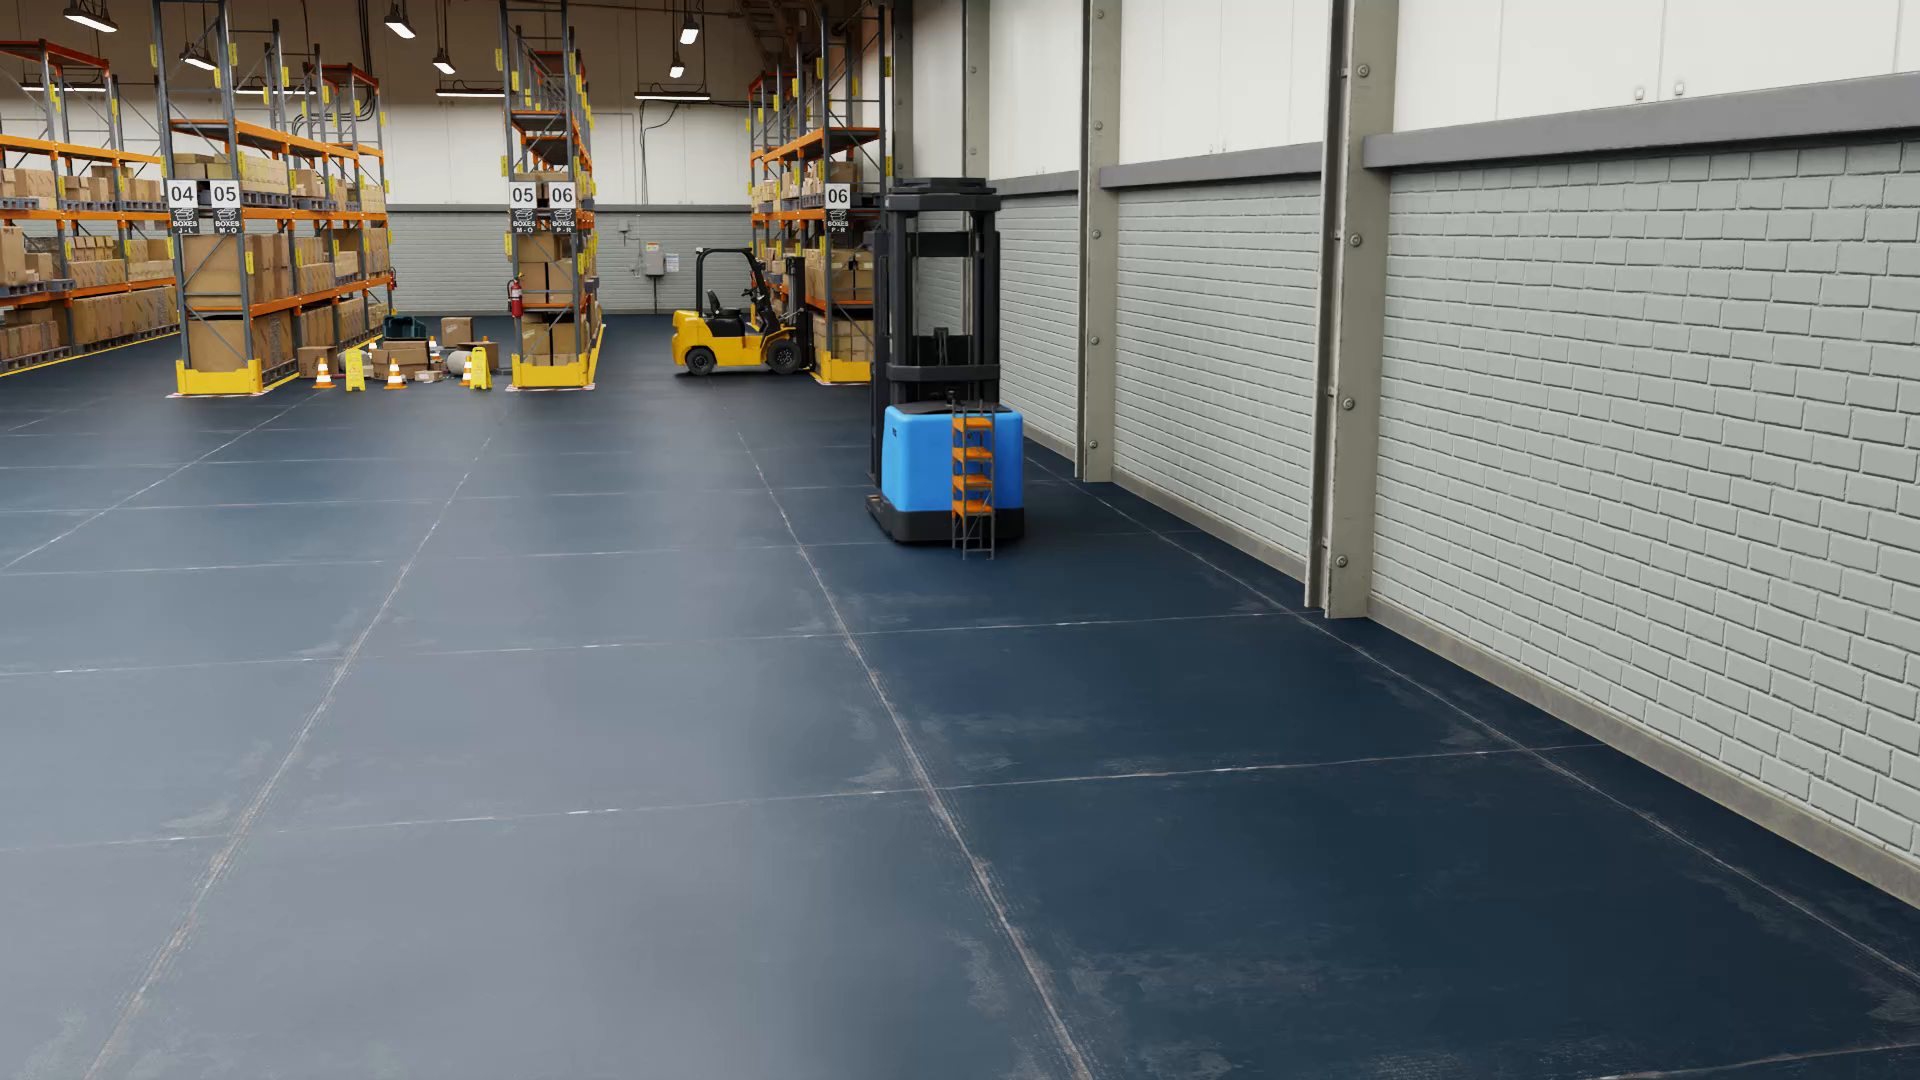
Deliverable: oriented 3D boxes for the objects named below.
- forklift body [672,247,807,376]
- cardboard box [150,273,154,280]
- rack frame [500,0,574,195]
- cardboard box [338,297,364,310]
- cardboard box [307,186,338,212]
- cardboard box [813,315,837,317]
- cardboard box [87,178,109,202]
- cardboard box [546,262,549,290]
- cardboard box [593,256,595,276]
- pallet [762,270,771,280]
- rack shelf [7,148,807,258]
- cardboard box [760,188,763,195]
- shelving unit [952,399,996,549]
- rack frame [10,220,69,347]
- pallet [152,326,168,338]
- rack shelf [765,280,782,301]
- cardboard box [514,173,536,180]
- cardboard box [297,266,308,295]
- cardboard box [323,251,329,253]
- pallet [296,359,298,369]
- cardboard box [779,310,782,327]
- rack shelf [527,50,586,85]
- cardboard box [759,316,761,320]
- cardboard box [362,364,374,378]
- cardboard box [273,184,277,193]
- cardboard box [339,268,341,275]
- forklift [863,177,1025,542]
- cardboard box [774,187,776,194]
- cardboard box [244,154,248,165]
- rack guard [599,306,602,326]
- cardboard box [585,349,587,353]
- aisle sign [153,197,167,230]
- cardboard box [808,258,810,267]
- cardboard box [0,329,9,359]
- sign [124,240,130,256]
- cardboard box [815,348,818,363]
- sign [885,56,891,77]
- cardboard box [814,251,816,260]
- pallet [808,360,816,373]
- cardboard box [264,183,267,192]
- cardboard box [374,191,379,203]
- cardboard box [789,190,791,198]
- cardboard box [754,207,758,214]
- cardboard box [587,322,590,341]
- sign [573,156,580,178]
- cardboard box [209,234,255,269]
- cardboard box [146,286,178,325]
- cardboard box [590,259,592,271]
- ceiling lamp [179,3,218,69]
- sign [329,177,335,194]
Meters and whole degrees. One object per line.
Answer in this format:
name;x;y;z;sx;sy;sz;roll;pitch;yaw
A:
forklift body;-3.869;-4.002;28.972;2.313;2.155;1.214;-2;11;-11
cardboard box;-18.669;-6.026;38.006;0.380;0.149;0.250;-2;11;-13
rack frame;-6.579;-6.904;25.901;1.000;3.000;0.127;-2;11;-11
cardboard box;-13.355;-5.178;36.437;0.500;0.250;0.500;-2;11;-13
cardboard box;-12.820;-6.862;33.439;0.500;0.500;0.500;-2;11;-11
cardboard box;-2.410;-3.837;29.387;0.500;0.250;0.500;-2;11;-12
cardboard box;-18.511;-7.420;35.246;0.700;0.500;0.500;-2;11;-10
cardboard box;-7.047;-4.333;27.379;0.500;0.500;0.500;-2;11;-11
cardboard box;-8.841;-6.395;39.004;0.500;0.500;0.500;-2;11;-11
pallet;-3.996;-6.094;38.204;1.003;0.211;1.213;-2;11;-11
rack shelf;-10.742;-6.676;32.992;15.265;2.300;8.608;-2;11;-11
cardboard box;-4.416;-8.020;38.272;0.380;0.149;0.250;-2;11;-9
shelving unit;0.103;-0.475;12.985;0.258;1.200;0.492;-2;11;-10
rack frame;-17.852;-5.064;32.278;0.949;2.616;0.053;-2;11;-11
pallet;-18.945;-4.794;38.318;1.003;0.211;1.213;-2;11;-11
rack shelf;-3.655;-5.618;37.117;1.077;0.370;4.000;-2;11;-11
cardboard box;-6.934;-5.750;26.400;0.380;0.149;0.250;-2;11;-10
cardboard box;-12.031;-4.647;29.822;0.500;0.500;0.500;-2;11;-10
cardboard box;-14.120;-6.233;37.357;0.500;0.500;0.500;-2;11;-11
pallet;-12.416;-3.261;30.263;1.003;0.211;1.213;-2;11;-11
cardboard box;-3.647;-4.745;36.168;0.500;0.500;0.500;-2;11;-12
rack shelf;-8.524;-10.017;35.294;1.077;0.370;4.000;-2;11;-11
cardboard box;-4.668;-5.777;41.587;0.738;0.500;0.554;-3;11;-13
cardboard box;-10.051;-2.900;28.225;0.396;0.266;0.258;0;11;-1
cardboard box;-11.610;-5.856;27.699;0.380;0.149;0.250;-2;11;-10
cardboard box;-13.018;-5.546;34.360;0.380;0.149;0.250;-2;11;-8
forklift;-0.244;-1.651;14.533;1.130;2.935;3.031;-2;11;-10
cardboard box;-3.824;-7.591;36.074;0.380;0.149;0.250;-2;11;-12
cardboard box;-11.215;-5.874;25.663;0.380;0.149;0.250;-2;11;-11
rack guard;-9.695;-5.668;42.137;1.175;0.500;0.348;-2;11;-11
cardboard box;-6.556;-3.064;28.003;0.500;0.250;0.500;-2;11;-9
aisle sign;-19.131;-7.832;39.870;0.394;0.787;0.004;-2;11;-11
cardboard box;-2.530;-4.981;29.841;0.380;0.149;0.250;-2;11;-12
cardboard box;-17.176;-3.431;29.211;0.700;0.500;0.500;-3;11;-15
sign;-18.103;-6.349;36.144;0.100;0.325;0.005;-2;11;-11
cardboard box;-2.199;-3.160;28.505;0.500;0.250;0.500;-2;11;-11
sign;-1.165;-7.641;26.851;0.100;0.325;0.005;-2;11;-11
cardboard box;-2.333;-4.940;28.832;0.380;0.149;0.250;-2;11;-10
pallet;-2.134;-3.130;29.577;1.003;0.211;1.213;-2;11;-11
cardboard box;-11.833;-5.946;27.108;1.039;0.548;0.757;-2;11;-11
cardboard box;-13.989;-8.075;39.141;0.500;0.250;0.500;-2;11;-10
cardboard box;-3.150;-6.809;32.708;0.380;0.149;0.250;-2;11;-12
cardboard box;-4.858;-8.141;41.098;0.385;0.149;1.019;-2;11;-11
cardboard box;-8.034;-4.235;33.831;0.950;0.372;0.625;-3;11;-15
sign;-6.046;-5.879;26.204;0.100;0.325;0.005;-2;11;-11
cardboard box;-11.646;-4.529;26.181;0.875;0.550;0.550;-2;11;-11
cardboard box;-19.208;-5.579;39.544;0.875;0.875;0.875;-2;11;-11
cardboard box;-8.261;-5.978;36.146;0.500;0.250;0.500;-2;11;-10
ceiling lamp;-15.768;-11.559;34.748;0.800;3.185;2.000;-2;11;-11
sign;-12.424;-7.010;32.890;0.100;0.325;0.005;-2;11;-11
